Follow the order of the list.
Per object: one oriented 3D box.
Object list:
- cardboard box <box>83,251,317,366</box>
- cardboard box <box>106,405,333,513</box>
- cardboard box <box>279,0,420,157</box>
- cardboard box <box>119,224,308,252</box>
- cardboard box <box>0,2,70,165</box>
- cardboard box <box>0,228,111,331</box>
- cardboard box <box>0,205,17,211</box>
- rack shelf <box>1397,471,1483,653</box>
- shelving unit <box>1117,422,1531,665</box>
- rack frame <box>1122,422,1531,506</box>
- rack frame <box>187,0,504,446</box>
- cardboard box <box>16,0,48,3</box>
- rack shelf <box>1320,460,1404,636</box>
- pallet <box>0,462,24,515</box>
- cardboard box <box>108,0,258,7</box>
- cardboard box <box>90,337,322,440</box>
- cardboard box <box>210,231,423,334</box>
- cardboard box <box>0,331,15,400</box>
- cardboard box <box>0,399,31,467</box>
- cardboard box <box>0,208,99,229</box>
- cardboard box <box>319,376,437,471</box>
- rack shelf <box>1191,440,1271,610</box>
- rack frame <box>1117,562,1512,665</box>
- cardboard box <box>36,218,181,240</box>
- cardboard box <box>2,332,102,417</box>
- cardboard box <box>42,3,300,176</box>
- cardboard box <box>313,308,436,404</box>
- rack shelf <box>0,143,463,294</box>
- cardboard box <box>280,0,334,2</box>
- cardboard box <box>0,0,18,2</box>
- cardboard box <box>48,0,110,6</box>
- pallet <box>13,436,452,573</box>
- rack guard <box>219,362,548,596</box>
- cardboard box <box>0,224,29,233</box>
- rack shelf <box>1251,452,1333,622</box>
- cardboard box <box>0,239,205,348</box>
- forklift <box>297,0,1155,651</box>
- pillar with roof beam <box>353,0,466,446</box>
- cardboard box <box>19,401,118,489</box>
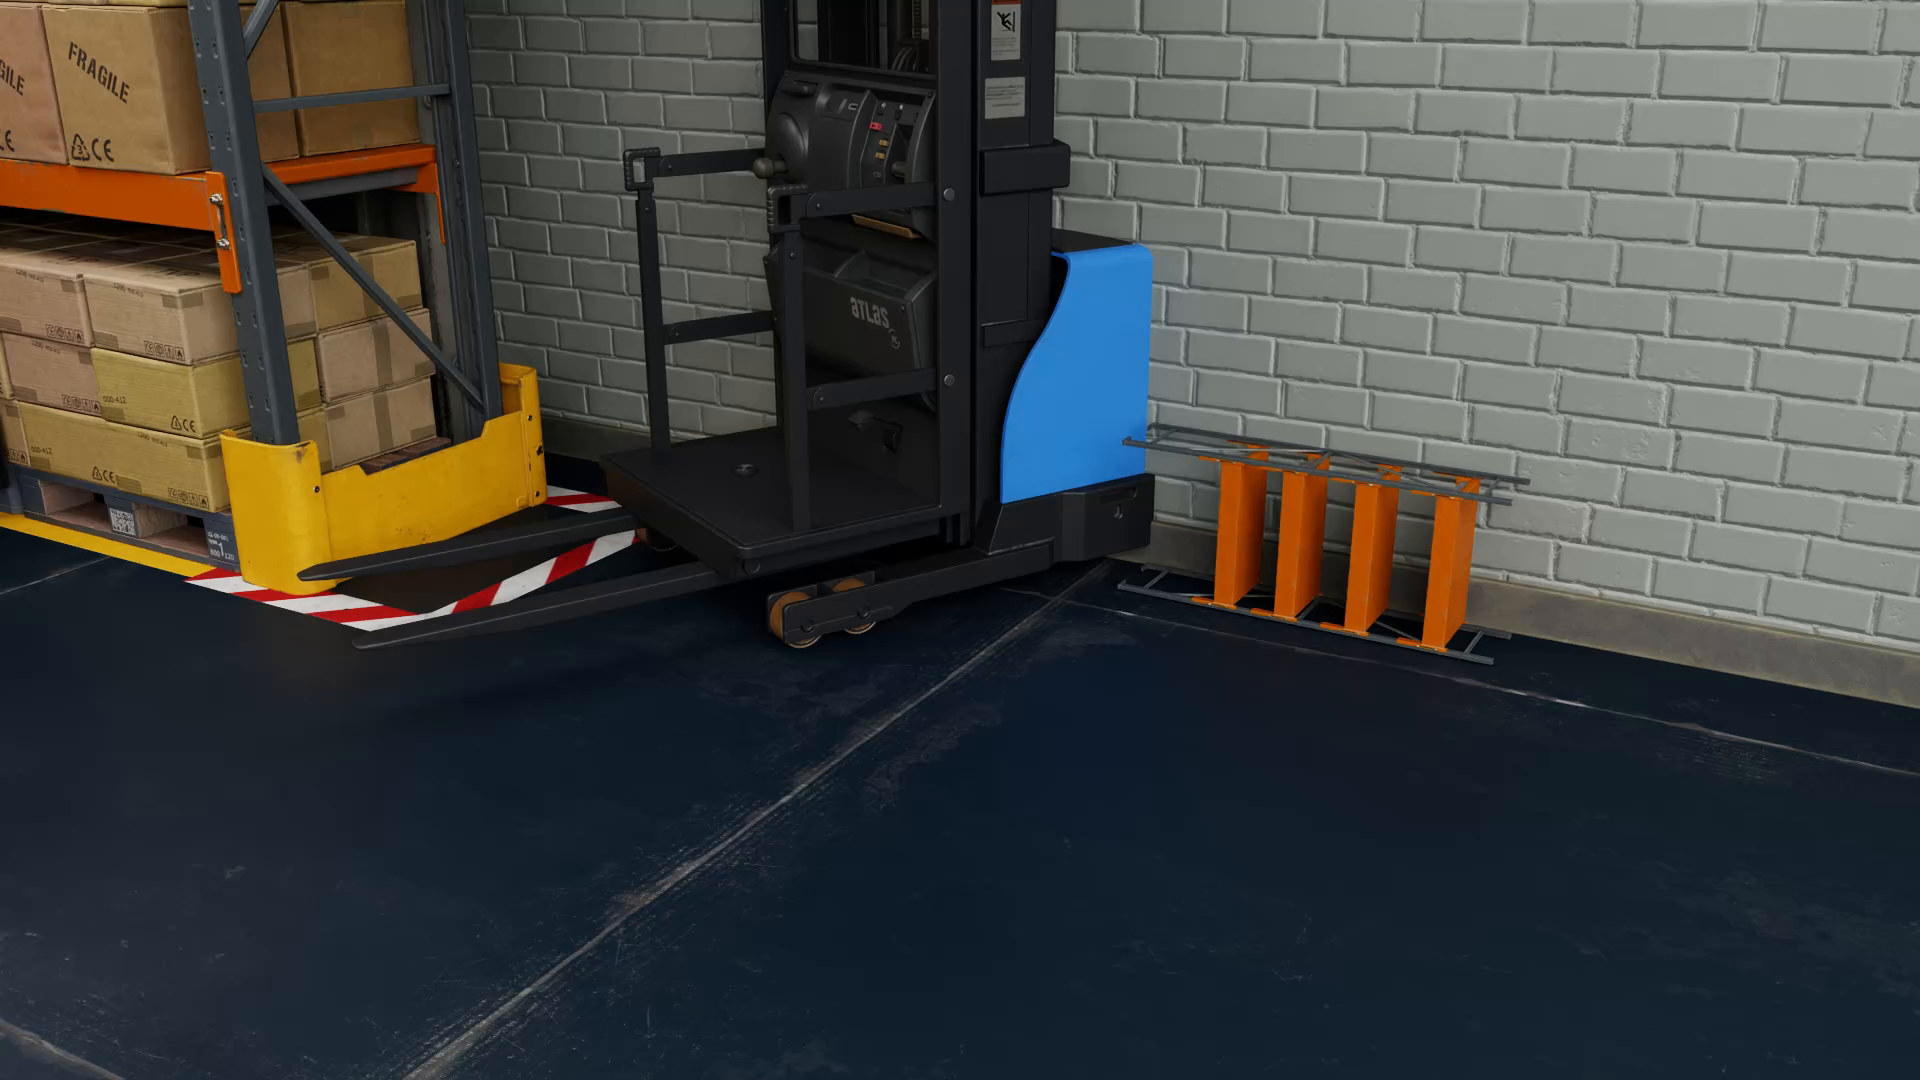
[{"bbox_3d":[-2.545,-0.788,5.588,0.500,0.250,0.500,12,23,29],"label":"cardboard box"},{"bbox_3d":[-2.555,-0.318,5.760,0.500,0.250,0.500,11,23,28],"label":"cardboard box"},{"bbox_3d":[-2.288,-1.641,5.844,0.500,0.500,0.500,12,23,29],"label":"cardboard box"},{"bbox_3d":[-2.756,-1.022,6.235,0.500,0.250,0.500,11,23,27],"label":"cardboard box"},{"bbox_3d":[-2.997,-1.569,5.645,0.500,0.500,0.500,12,23,29],"label":"cardboard box"},{"bbox_3d":[-3.439,-0.952,6.040,0.500,0.250,0.500,11,23,28],"label":"cardboard box"},{"bbox_3d":[-4.075,-1.277,6.937,0.500,0.250,0.500,11,23,28],"label":"cardboard box"},{"bbox_3d":[1.429,0.058,4.949,0.148,0.480,0.258,11,23,28],"label":"rack shelf"},{"bbox_3d":[1.090,-0.010,5.135,1.200,0.503,0.258,11,23,28],"label":"shelving unit"},{"bbox_3d":[1.090,-0.239,5.052,1.200,0.015,0.240,11,23,28],"label":"rack frame"},{"bbox_3d":[-1.991,-1.429,5.406,0.127,3.000,1.000,11,23,27],"label":"rack frame"},{"bbox_3d":[-2.865,-1.850,5.469,0.250,0.149,0.380,11,23,28],"label":"cardboard box"},{"bbox_3d":[1.225,0.017,5.061,0.148,0.480,0.258,11,23,28],"label":"rack shelf"},{"bbox_3d":[-3.740,-0.436,6.758,1.213,0.211,1.003,11,23,27],"label":"pallet"},{"bbox_3d":[-2.431,-1.755,5.207,0.250,0.149,0.380,11,23,28],"label":"cardboard box"},{"bbox_3d":[-2.569,-0.557,5.685,0.500,0.250,0.500,10,22,27],"label":"cardboard box"},{"bbox_3d":[-2.318,-0.940,6.009,0.500,0.250,0.500,10,22,26],"label":"cardboard box"},{"bbox_3d":[-3.462,-0.723,6.143,0.500,0.250,0.500,10,22,26],"label":"cardboard box"},{"bbox_3d":[-3.417,-0.489,6.232,0.500,0.250,0.500,11,23,28],"label":"cardboard box"},{"bbox_3d":[-3.632,-1.196,6.713,0.500,0.250,0.500,10,22,26],"label":"cardboard box"},{"bbox_3d":[-2.325,-0.474,6.189,0.500,0.250,0.500,11,23,28],"label":"cardboard box"},{"bbox_3d":[0.860,-0.055,5.261,0.148,0.480,0.258,11,23,28],"label":"rack shelf"},{"bbox_3d":[1.090,0.220,5.218,1.200,0.015,0.240,11,23,28],"label":"rack frame"},{"bbox_3d":[-3.188,-1.109,6.473,0.500,0.250,0.500,11,22,27],"label":"cardboard box"},{"bbox_3d":[-3.001,-0.643,5.923,0.500,0.250,0.500,11,22,27],"label":"cardboard box"},{"bbox_3d":[-2.549,-1.480,5.399,0.500,0.500,0.500,10,22,26],"label":"cardboard box"},{"bbox_3d":[-2.300,-0.709,6.104,0.500,0.250,0.500,11,23,28],"label":"cardboard box"},{"bbox_3d":[-3.737,-1.424,6.446,4.000,0.370,1.077,11,23,27],"label":"rack shelf"},{"bbox_3d":[-2.161,-1.915,5.647,0.250,0.149,0.380,10,22,26],"label":"cardboard box"},{"bbox_3d":[-3.076,-1.895,5.592,0.250,0.149,0.380,11,22,27],"label":"cardboard box"},{"bbox_3d":[-2.668,-1.789,5.300,0.250,0.149,0.380,11,23,28],"label":"cardboard box"},{"bbox_3d":[-2.679,-0.233,6.198,1.213,0.211,1.003,11,23,27],"label":"pallet"},{"bbox_3d":[-1.970,-0.250,5.821,0.348,0.500,1.175,11,23,27],"label":"rack guard"},{"bbox_3d":[-3.878,-1.038,6.279,0.500,0.250,0.500,10,22,26],"label":"cardboard box"},{"bbox_3d":[1.032,-0.021,5.167,0.148,0.480,0.258,11,23,28],"label":"rack shelf"},{"bbox_3d":[-2.994,-0.871,5.817,0.500,0.250,0.500,11,23,28],"label":"cardboard box"},{"bbox_3d":[-0.525,-1.259,5.038,3.031,2.935,1.130,-13,24,-31],"label":"forklift"},{"bbox_3d":[-4.259,-3.352,1.909,0.400,9.000,9.100,11,23,27],"label":"pillar with roof beam"},{"bbox_3d":[-2.985,-0.404,5.995,0.500,0.250,0.500,11,23,27],"label":"cardboard box"}]
